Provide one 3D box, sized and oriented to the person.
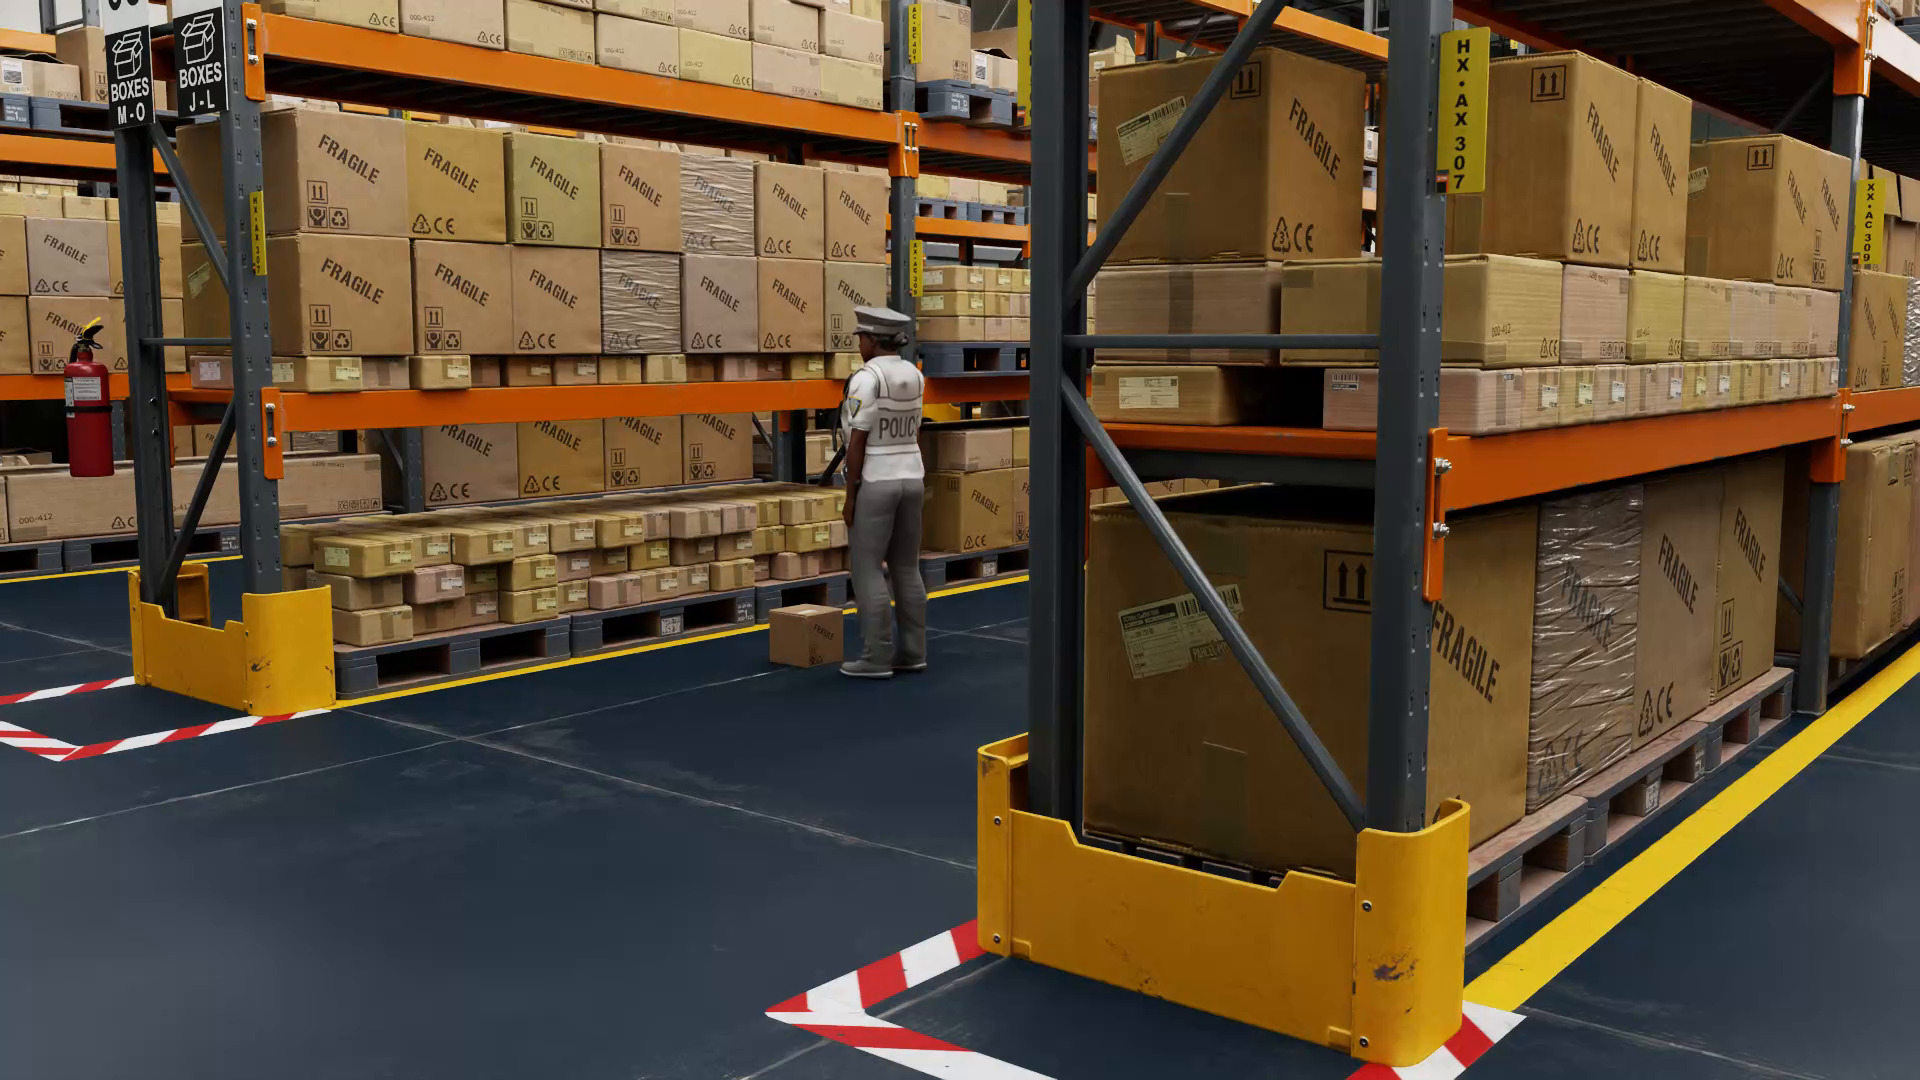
[{"bbox_3d":[-0.359,-0.212,7.505,0.338,1.684,0.442,6,9,39],"label":"person"}]
